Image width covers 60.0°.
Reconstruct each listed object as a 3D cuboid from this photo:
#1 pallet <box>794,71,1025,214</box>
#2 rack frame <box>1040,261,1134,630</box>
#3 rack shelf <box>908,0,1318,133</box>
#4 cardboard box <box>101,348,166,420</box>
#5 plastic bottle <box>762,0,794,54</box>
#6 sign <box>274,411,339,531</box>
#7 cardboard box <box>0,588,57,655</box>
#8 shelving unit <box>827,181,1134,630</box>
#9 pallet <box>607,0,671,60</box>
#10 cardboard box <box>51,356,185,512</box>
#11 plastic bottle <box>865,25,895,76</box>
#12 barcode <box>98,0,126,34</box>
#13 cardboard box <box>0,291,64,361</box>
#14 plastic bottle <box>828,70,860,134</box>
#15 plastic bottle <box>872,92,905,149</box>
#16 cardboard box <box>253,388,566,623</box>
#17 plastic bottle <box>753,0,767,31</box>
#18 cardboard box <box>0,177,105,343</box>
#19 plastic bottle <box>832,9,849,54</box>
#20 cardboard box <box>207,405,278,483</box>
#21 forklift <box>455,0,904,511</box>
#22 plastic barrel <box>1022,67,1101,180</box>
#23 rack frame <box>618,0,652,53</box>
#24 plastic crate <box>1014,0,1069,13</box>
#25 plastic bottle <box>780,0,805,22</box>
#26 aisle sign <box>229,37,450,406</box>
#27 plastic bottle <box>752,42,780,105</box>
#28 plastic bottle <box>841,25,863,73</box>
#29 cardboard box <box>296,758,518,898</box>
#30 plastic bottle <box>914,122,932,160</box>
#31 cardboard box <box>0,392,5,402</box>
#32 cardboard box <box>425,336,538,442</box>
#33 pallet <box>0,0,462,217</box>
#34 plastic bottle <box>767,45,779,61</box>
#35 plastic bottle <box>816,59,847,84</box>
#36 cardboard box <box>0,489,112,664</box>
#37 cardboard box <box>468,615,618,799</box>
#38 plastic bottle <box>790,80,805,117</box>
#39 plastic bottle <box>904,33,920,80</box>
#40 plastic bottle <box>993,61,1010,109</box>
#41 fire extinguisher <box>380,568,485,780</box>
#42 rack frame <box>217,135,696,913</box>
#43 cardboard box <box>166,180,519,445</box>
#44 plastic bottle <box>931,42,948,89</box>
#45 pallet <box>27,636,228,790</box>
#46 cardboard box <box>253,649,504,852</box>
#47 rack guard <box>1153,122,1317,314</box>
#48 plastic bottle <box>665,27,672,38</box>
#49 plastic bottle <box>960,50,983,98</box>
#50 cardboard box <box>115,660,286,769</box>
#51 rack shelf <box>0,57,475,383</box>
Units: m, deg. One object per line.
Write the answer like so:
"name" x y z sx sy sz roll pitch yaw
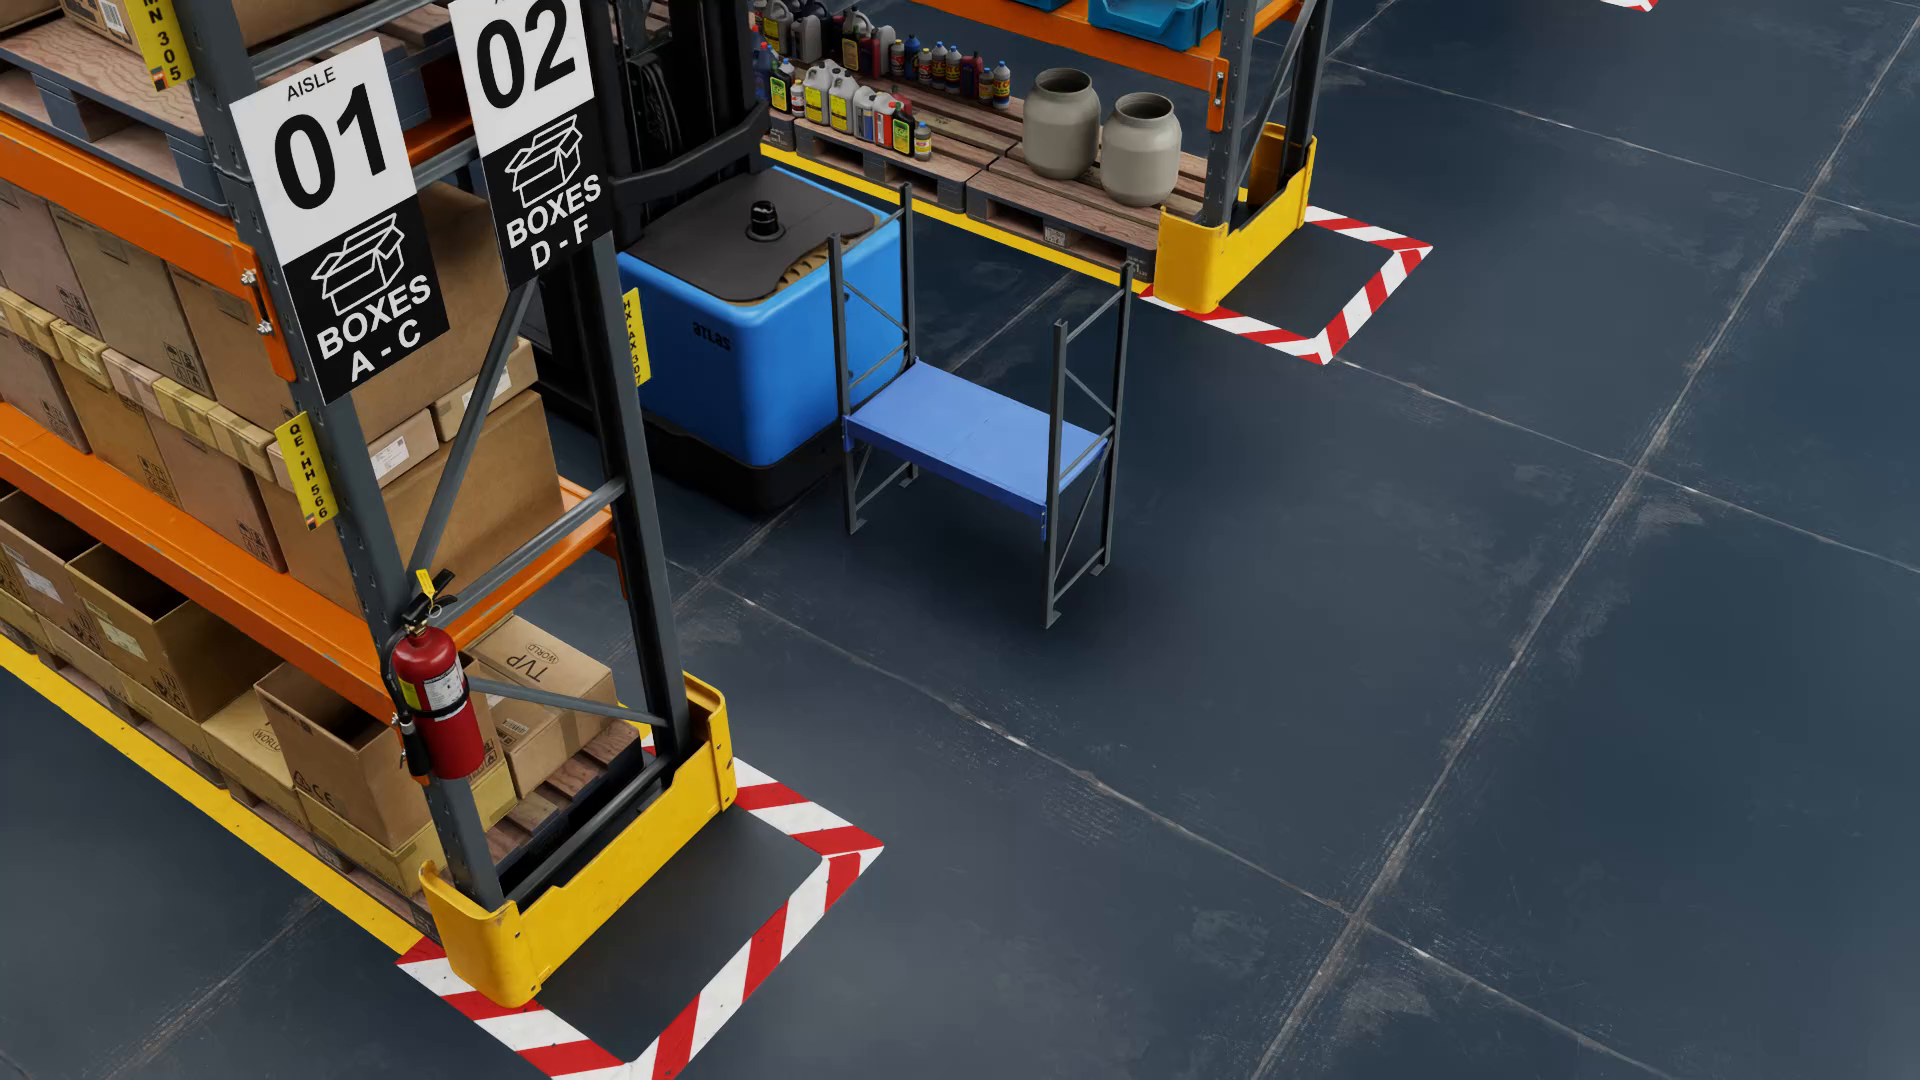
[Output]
"pallet" -0.198 -2.389 9.762 1.213 0.211 1.003 25 48 25
"rack frame" 0.486 -0.332 6.496 0.032 1.500 0.500 25 48 25
"rack shelf" -0.090 -3.141 9.050 4.000 0.370 1.077 25 48 25
"cardboard box" -2.351 -0.557 5.061 0.250 0.149 0.380 26 48 26
"plastic bottle" -1.117 -3.184 10.215 0.185 0.351 0.144 25 48 25
"sign" -1.623 -0.169 4.144 0.005 0.325 0.100 25 48 25
"cardboard box" -3.556 0.128 6.605 0.500 0.250 0.500 25 48 25
"shelving unit" 0.070 -0.526 6.713 1.048 1.500 0.538 25 48 25
"pallet" -2.393 -3.415 10.909 1.213 0.211 1.003 25 48 25
"cardboard box" -2.510 -0.555 5.546 0.500 0.500 0.700 25 48 26
"plastic bottle" -0.482 -2.973 10.036 0.135 0.276 0.152 26 48 26
"barcode" -1.824 -1.127 3.575 0.075 0.075 0.001 25 48 25
"cardboard box" -2.783 -0.757 5.285 0.250 0.149 0.380 26 48 26
"plastic bottle" -0.650 -2.510 9.462 0.185 0.351 0.144 27 48 27
"plastic bottle" -0.398 -2.368 9.359 0.135 0.276 0.152 25 48 26
"cardboard box" -1.675 -0.164 5.108 0.500 0.500 0.700 25 48 25
"plastic bottle" -1.251 -3.327 10.488 0.097 0.201 0.097 0 42 0
"cardboard box" -2.565 -1.058 5.135 0.500 0.500 0.700 25 48 25
"plastic bottle" -0.720 -3.124 10.199 0.133 0.283 0.061 28 49 28
"cardboard box" -1.937 -0.361 4.843 0.250 0.149 0.380 26 48 26
"forklift" -1.697 -2.042 7.334 3.031 2.935 1.130 28 49 28
"plastic barrel" 0.554 -2.275 9.094 0.421 0.512 0.421 0 42 0
"rack frame" -1.727 -4.175 9.666 0.127 3.000 1.000 25 48 25
"plastic crate" 0.438 -2.868 8.317 0.408 0.251 0.499 25 48 25
"plastic bottle" -1.035 -3.262 10.303 0.185 0.351 0.144 24 47 24
"aisle sign" -1.415 -0.724 3.860 0.004 0.787 0.394 25 48 25
"plastic bottle" -1.150 -2.744 9.724 0.185 0.351 0.144 23 47 24
"plastic bottle" -0.651 -2.974 10.032 0.133 0.283 0.061 25 48 25
"cardboard box" -1.908 0.884 5.760 0.500 0.250 0.500 25 48 25
"plastic bottle" -0.208 -2.228 9.260 0.097 0.201 0.097 0 42 0
"cardboard box" -3.364 -0.950 5.988 0.500 0.500 0.700 26 48 26
"cardboard box" -1.497 -0.487 4.984 0.250 0.149 0.380 25 47 25
"pallet" -1.864 -1.310 4.282 1.213 0.211 1.003 25 48 25
"plastic bottle" -1.117 -2.797 9.842 0.097 0.271 0.097 0 42 0
"plastic bottle" -0.738 -2.644 9.668 0.135 0.276 0.152 25 48 25
"cardboard box" -3.145 0.038 6.143 0.500 0.500 0.500 25 48 25
"cardboard box" -1.611 0.601 6.076 0.500 0.250 0.500 25 48 25
"plastic bottle" -0.932 -2.567 9.638 0.097 0.201 0.097 0 42 0
"plastic bottle" -0.286 -2.902 9.960 0.097 0.271 0.097 0 42 0
"plastic bottle" 0.242 -2.655 9.684 0.097 0.271 0.097 0 42 0
"fire extinguisher" -1.470 0.387 4.626 0.183 0.674 0.296 25 48 25
"rack frame" -1.300 0.059 4.934 0.127 3.000 1.000 25 48 25
"cardboard box" -1.718 -0.667 4.698 0.500 0.500 0.700 25 48 25
"plastic bottle" -0.120 -2.824 9.873 0.097 0.271 0.097 0 42 0
"pallet" -2.945 0.361 6.688 1.213 0.211 1.003 25 48 25
"cardboard box" -1.910 0.605 5.509 0.500 0.500 0.500 25 48 25
"rack guard" 1.458 -1.715 8.792 0.348 0.500 1.175 25 48 25
"plastic bottle" -1.718 -2.961 10.026 0.097 0.271 0.097 0 42 0
"plastic bottle" 0.067 -2.756 9.788 0.133 0.283 0.061 26 48 26
"cardboard box" -2.735 0.508 6.180 0.500 0.250 0.500 25 48 25
"rack shelf" -2.937 -1.556 5.030 4.000 0.370 1.077 25 48 25
